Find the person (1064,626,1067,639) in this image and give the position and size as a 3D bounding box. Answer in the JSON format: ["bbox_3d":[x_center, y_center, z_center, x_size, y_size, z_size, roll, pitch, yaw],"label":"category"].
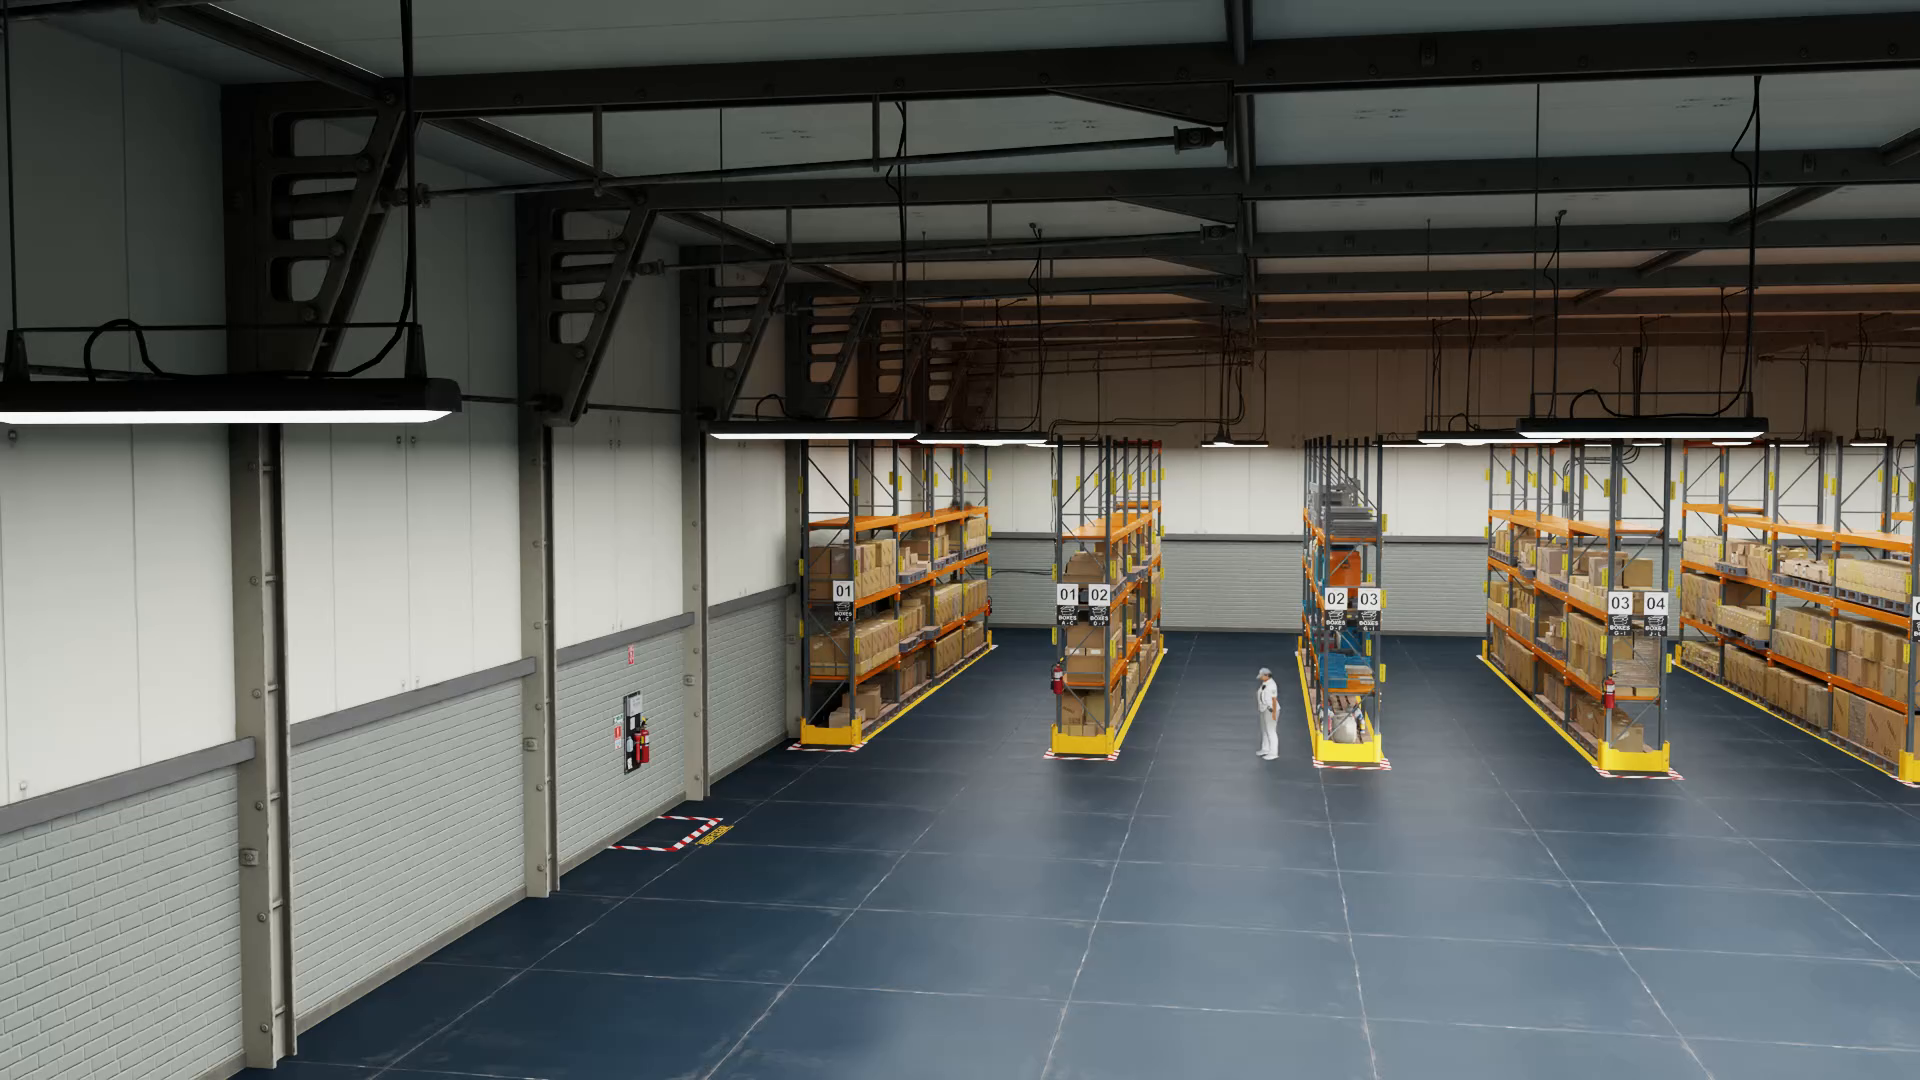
[{"bbox_3d":[3.072,2.470,44.452,0.504,1.581,0.755,1,3,16],"label":"person"}]

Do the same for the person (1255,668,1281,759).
[{"bbox_3d":[5.741,3.219,30.991,0.444,1.656,0.586,0,3,-1],"label":"person"}]
